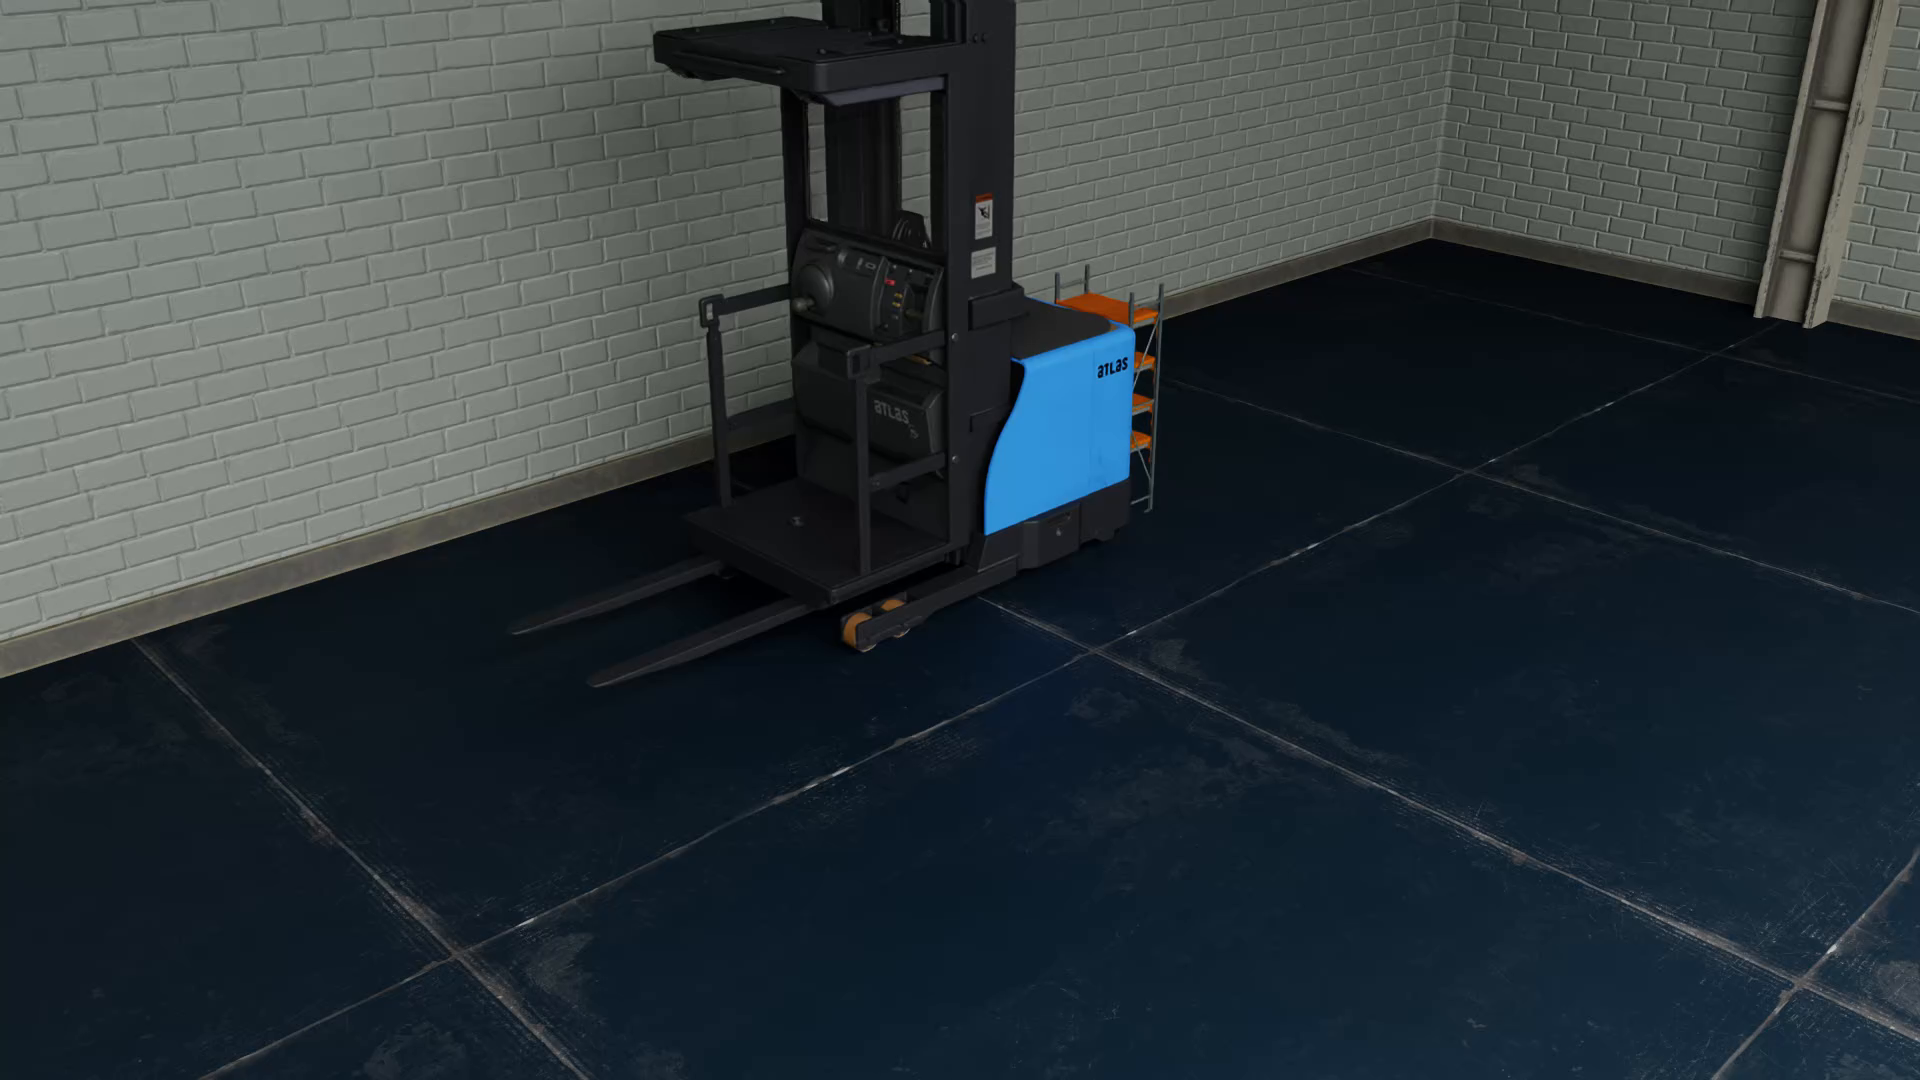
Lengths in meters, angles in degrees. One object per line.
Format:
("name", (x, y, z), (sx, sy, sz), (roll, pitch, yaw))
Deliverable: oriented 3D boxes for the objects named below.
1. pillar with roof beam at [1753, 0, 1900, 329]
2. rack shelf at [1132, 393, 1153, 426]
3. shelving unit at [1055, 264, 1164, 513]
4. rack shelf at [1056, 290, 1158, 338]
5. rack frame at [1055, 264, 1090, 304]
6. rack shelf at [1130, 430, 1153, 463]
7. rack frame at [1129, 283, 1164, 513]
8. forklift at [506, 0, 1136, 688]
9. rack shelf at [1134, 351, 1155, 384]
("pillar with roof beam", (2.680, -4.429, 7.117), (9.100, 9.000, 0.400), (-21, 32, -38))
("rack shelf", (0.734, -0.681, 8.459), (0.258, 0.148, 0.480), (-22, 32, -39))
("shelving unit", (0.734, -0.742, 8.431), (0.258, 1.200, 0.503), (-22, 32, -39))
("rack shelf", (0.734, -1.100, 8.268), (0.258, 0.148, 0.480), (-22, 32, -39))
("rack frame", (0.565, -0.815, 8.591), (0.240, 1.200, 0.015), (-22, 32, -39))
("rack shelf", (0.733, -0.500, 8.541), (0.258, 0.148, 0.480), (-22, 32, -39))
("rack frame", (0.902, -0.669, 8.270), (0.240, 1.200, 0.015), (-22, 32, -39))
("forklift", (-0.562, -1.093, 7.115), (3.031, 2.935, 1.130), (-22, 32, -39))
("rack shelf", (0.734, -0.885, 8.366), (0.258, 0.148, 0.480), (-22, 32, -39))
